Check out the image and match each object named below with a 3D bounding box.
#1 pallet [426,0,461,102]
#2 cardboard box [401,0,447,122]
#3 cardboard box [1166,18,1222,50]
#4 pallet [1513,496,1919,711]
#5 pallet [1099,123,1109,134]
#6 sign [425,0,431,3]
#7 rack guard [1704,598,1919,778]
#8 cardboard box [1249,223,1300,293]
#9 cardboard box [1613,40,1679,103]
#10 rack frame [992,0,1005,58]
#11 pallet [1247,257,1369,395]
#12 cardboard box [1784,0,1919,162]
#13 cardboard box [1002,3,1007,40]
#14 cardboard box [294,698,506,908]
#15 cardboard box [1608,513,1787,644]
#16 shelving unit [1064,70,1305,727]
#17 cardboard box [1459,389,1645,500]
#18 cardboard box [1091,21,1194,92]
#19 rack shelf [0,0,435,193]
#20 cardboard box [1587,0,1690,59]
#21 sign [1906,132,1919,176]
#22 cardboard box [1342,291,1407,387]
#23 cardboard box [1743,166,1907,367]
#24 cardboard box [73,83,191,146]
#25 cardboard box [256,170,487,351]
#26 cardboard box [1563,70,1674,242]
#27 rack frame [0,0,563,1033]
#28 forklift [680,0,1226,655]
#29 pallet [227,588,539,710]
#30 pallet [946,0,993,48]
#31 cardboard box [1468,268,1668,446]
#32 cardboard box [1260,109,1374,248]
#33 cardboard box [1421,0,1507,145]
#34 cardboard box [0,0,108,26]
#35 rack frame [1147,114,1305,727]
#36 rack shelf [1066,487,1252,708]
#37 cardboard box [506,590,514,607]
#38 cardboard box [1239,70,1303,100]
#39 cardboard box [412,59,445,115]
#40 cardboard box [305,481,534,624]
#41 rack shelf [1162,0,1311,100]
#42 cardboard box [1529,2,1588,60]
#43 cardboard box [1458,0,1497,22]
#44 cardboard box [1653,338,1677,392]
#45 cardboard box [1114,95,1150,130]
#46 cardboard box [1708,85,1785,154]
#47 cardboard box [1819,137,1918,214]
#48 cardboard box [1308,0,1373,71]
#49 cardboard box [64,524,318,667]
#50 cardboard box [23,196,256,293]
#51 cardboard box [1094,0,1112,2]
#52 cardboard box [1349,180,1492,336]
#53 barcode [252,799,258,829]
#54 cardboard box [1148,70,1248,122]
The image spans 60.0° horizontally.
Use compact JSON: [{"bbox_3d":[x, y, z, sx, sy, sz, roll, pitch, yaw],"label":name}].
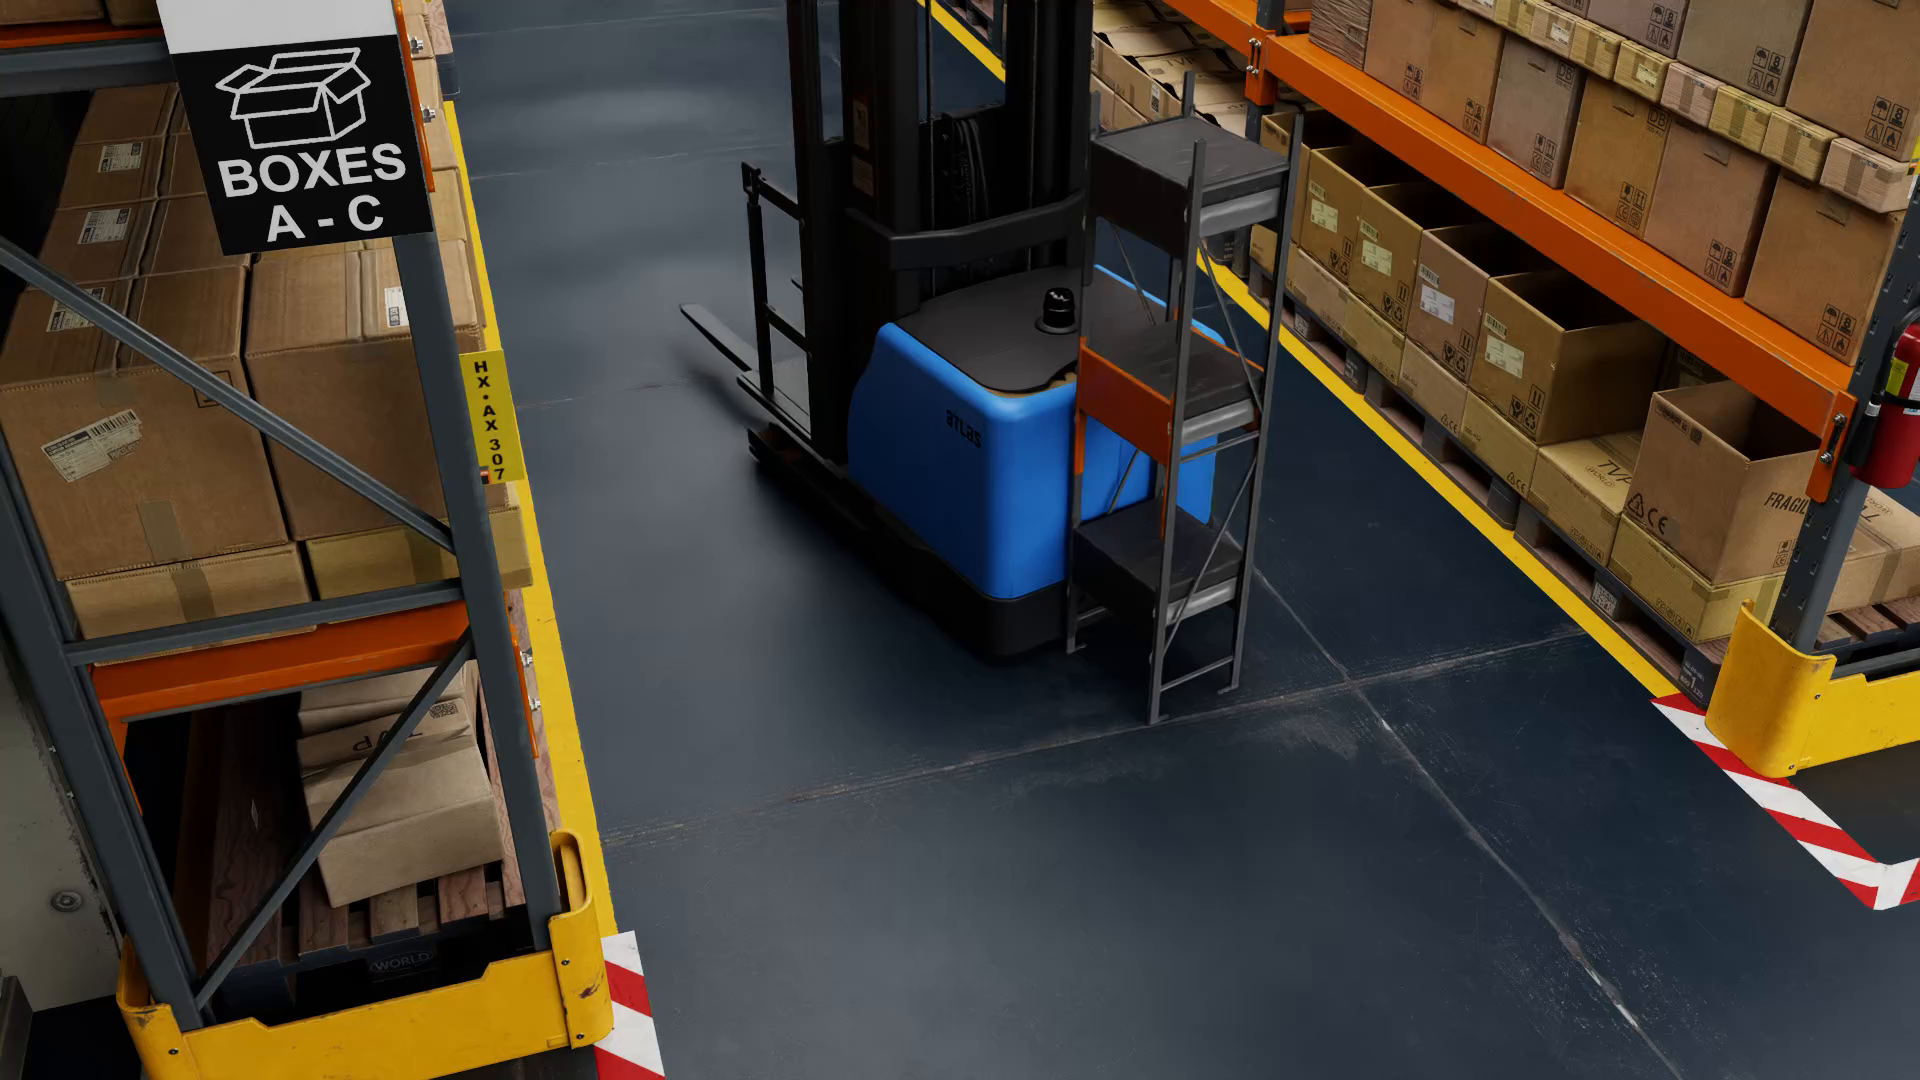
[{"bbox_3d":[-2.860,-2.259,7.622,1.003,0.211,1.213,-10,35,-15],"label":"pallet"},{"bbox_3d":[-2.169,-1.715,6.062,0.500,0.500,0.500,-10,35,-15],"label":"cardboard box"},{"bbox_3d":[1.592,-3.076,10.289,0.500,0.311,0.500,-9,35,-13],"label":"cardboard box"},{"bbox_3d":[2.898,0.120,6.376,1.003,0.211,1.213,-10,35,-15],"label":"pallet"},{"bbox_3d":[1.314,-2.607,10.504,1.003,0.211,1.213,-10,35,-15],"label":"pallet"},{"bbox_3d":[-2.251,-2.370,6.831,0.100,0.325,0.005,-10,35,-15],"label":"sign"},{"bbox_3d":[3.179,0.407,5.681,1.175,0.500,0.348,-10,35,-15],"label":"rack guard"},{"bbox_3d":[1.804,-1.482,8.385,0.500,0.250,0.500,-10,35,-15],"label":"cardboard box"},{"bbox_3d":[2.559,-1.671,5.879,0.380,0.149,0.250,-9,34,-13],"label":"cardboard box"},{"bbox_3d":[0.731,-4.849,11.367,1.000,3.000,0.127,-10,35,-15],"label":"rack frame"},{"bbox_3d":[2.154,-1.161,8.315,1.003,0.211,1.213,-10,35,-15],"label":"pallet"},{"bbox_3d":[3.025,-1.506,5.041,0.700,0.500,0.500,-10,35,-15],"label":"cardboard box"},{"bbox_3d":[0.611,-3.552,11.518,0.500,0.250,0.500,-10,35,-15],"label":"cardboard box"},{"bbox_3d":[-1.670,0.746,4.939,0.500,0.311,0.500,-14,36,-20],"label":"cardboard box"},{"bbox_3d":[2.727,0.092,6.004,0.500,0.250,0.500,-10,35,-15],"label":"cardboard box"},{"bbox_3d":[0.689,-0.403,5.456,0.431,2.100,0.503,-20,38,-27],"label":"shelving unit"},{"bbox_3d":[2.408,-0.431,6.795,0.500,0.250,0.500,-10,35,-15],"label":"cardboard box"},{"bbox_3d":[1.090,-2.974,10.134,0.500,0.311,0.500,-10,35,-15],"label":"cardboard box"},{"bbox_3d":[-2.155,-1.815,4.707,1.077,0.370,4.000,-10,35,-15],"label":"rack shelf"},{"bbox_3d":[2.705,-2.046,5.858,0.700,0.500,0.500,-10,35,-15],"label":"cardboard box"},{"bbox_3d":[2.651,-1.146,4.499,0.100,0.325,0.005,-10,35,-15],"label":"sign"},{"bbox_3d":[2.099,-0.955,7.588,0.500,0.250,0.500,-10,35,-15],"label":"cardboard box"},{"bbox_3d":[3.041,-0.937,5.357,0.700,0.500,0.500,-10,35,-15],"label":"cardboard box"},{"bbox_3d":[-2.351,-1.085,5.109,0.500,0.500,0.500,-10,35,-14],"label":"cardboard box"},{"bbox_3d":[-1.546,-0.634,4.427,0.500,0.500,0.500,-10,35,-15],"label":"cardboard box"},{"bbox_3d":[2.731,-1.474,6.169,0.700,0.500,0.500,-10,35,-14],"label":"cardboard box"},{"bbox_3d":[-1.545,0.187,3.747,1.000,3.000,0.127,-10,35,-15],"label":"rack frame"},{"bbox_3d":[-0.258,-1.581,6.484,1.130,2.935,3.031,-20,38,-27],"label":"forklift"},{"bbox_3d":[-2.151,0.238,6.198,1.003,0.211,1.213,-10,35,-15],"label":"pallet"},{"bbox_3d":[0.540,-4.084,12.738,1.003,0.211,1.213,-10,35,-15],"label":"pallet"},{"bbox_3d":[2.406,-0.743,6.587,0.500,0.500,0.500,-10,35,-15],"label":"cardboard box"},{"bbox_3d":[1.795,-1.793,8.176,0.500,0.500,0.500,-10,35,-15],"label":"cardboard box"},{"bbox_3d":[2.409,-2.018,6.993,0.700,0.500,0.500,-10,35,-14],"label":"cardboard box"},{"bbox_3d":[-1.913,-1.291,3.154,0.500,0.500,0.500,-8,34,-11],"label":"cardboard box"},{"bbox_3d":[0.822,-0.291,5.285,0.400,2.100,0.015,-20,38,-27],"label":"rack frame"},{"bbox_3d":[0.689,0.192,5.849,0.431,0.518,0.480,-20,38,-27],"label":"rack shelf"},{"bbox_3d":[-2.020,-0.025,5.936,0.700,0.500,0.500,-12,35,-18],"label":"cardboard box"},{"bbox_3d":[1.915,-2.533,9.467,0.500,0.311,0.500,-10,35,-15],"label":"cardboard box"},{"bbox_3d":[-1.866,-1.176,5.246,0.500,0.500,0.500,-9,34,-13],"label":"cardboard box"},{"bbox_3d":[-1.391,-0.069,4.251,0.500,0.250,0.500,-11,35,-16],"label":"cardboard box"},{"bbox_3d":[1.341,-3.498,9.976,1.077,0.370,4.000,-10,35,-15],"label":"rack shelf"},{"bbox_3d":[2.398,-1.943,6.291,0.380,0.149,0.250,-10,35,-15],"label":"cardboard box"},{"bbox_3d":[2.246,-2.211,6.697,0.380,0.149,0.250,-11,35,-16],"label":"cardboard box"},{"bbox_3d":[2.901,-0.831,6.720,0.500,0.500,0.500,-10,35,-15],"label":"cardboard box"},{"bbox_3d":[1.240,-2.480,9.895,0.500,0.250,0.500,-9,35,-14],"label":"cardboard box"},{"bbox_3d":[2.714,-1.401,5.470,0.380,0.149,0.250,-11,35,-15],"label":"cardboard box"},{"bbox_3d":[2.874,-1.129,5.059,0.380,0.149,0.250,-11,35,-16],"label":"cardboard box"},{"bbox_3d":[2.093,-2.558,7.810,0.700,0.500,0.500,-11,35,-16],"label":"cardboard box"},{"bbox_3d":[-1.872,0.028,4.105,0.500,0.250,0.500,-10,35,-14],"label":"cardboard box"},{"bbox_3d":[-2.035,-0.550,4.299,0.500,0.500,0.500,-10,35,-14],"label":"cardboard box"},{"bbox_3d":[0.780,-3.512,10.948,0.500,0.311,0.500,-11,35,-16],"label":"cardboard box"},{"bbox_3d":[2.100,-1.268,7.382,0.500,0.500,0.500,-10,35,-15],"label":"cardboard box"},{"bbox_3d":[-2.057,0.800,4.850,0.001,0.075,0.075,-10,35,-15],"label":"barcode"},{"bbox_3d":[1.390,-2.447,9.337,0.500,0.311,0.500,-9,35,-13],"label":"cardboard box"}]
